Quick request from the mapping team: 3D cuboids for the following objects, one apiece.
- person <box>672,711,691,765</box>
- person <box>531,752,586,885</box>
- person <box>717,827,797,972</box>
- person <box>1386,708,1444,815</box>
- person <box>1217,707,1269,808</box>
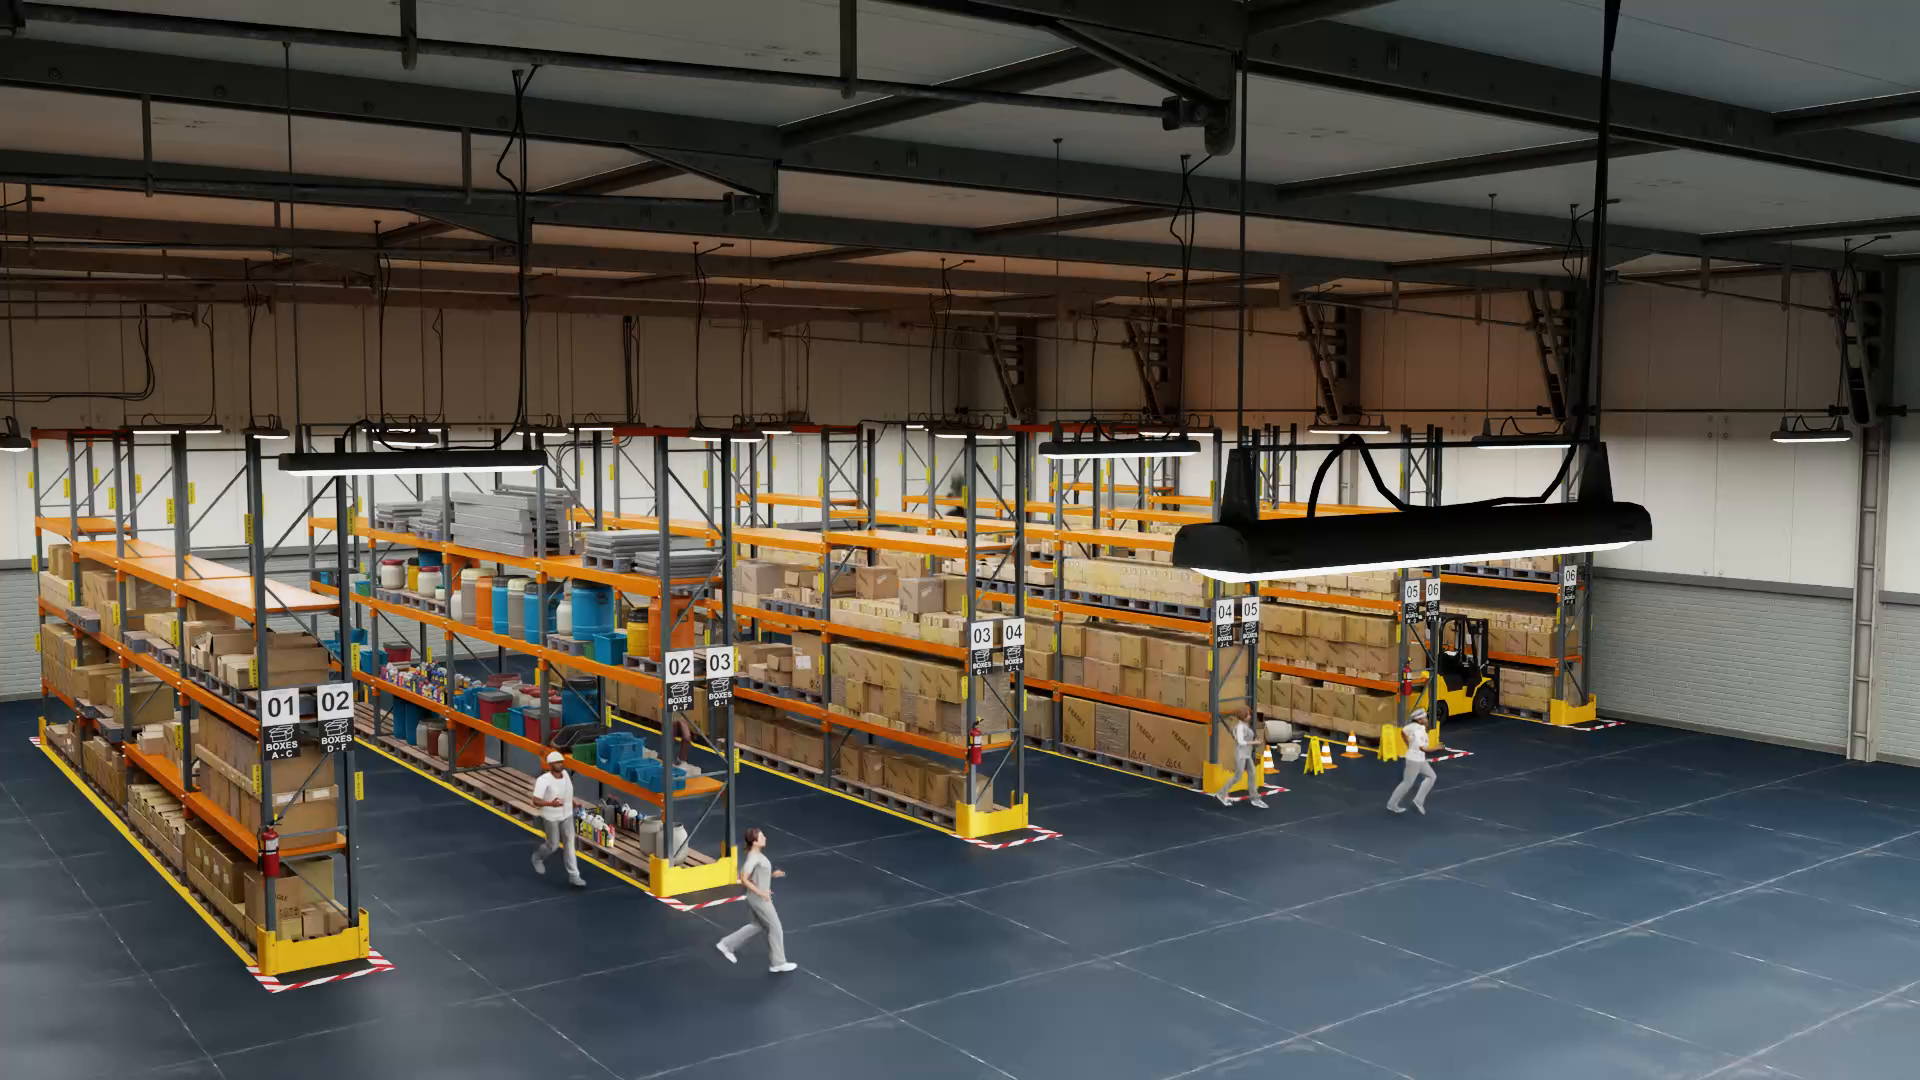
[{"bbox_3d":[-5.034,3.204,29.375,0.531,1.700,0.726,-4,6,-38],"label":"person"},{"bbox_3d":[-5.341,3.677,22.097,1.007,1.739,0.703,4,6,39],"label":"person"},{"bbox_3d":[-2.287,4.034,18.653,0.894,1.643,0.577,-1,5,-9],"label":"person"},{"bbox_3d":[7.110,3.450,25.954,0.851,1.705,0.582,1,5,14],"label":"person"},{"bbox_3d":[4.477,3.436,26.313,0.815,1.594,0.545,2,5,23],"label":"person"}]
